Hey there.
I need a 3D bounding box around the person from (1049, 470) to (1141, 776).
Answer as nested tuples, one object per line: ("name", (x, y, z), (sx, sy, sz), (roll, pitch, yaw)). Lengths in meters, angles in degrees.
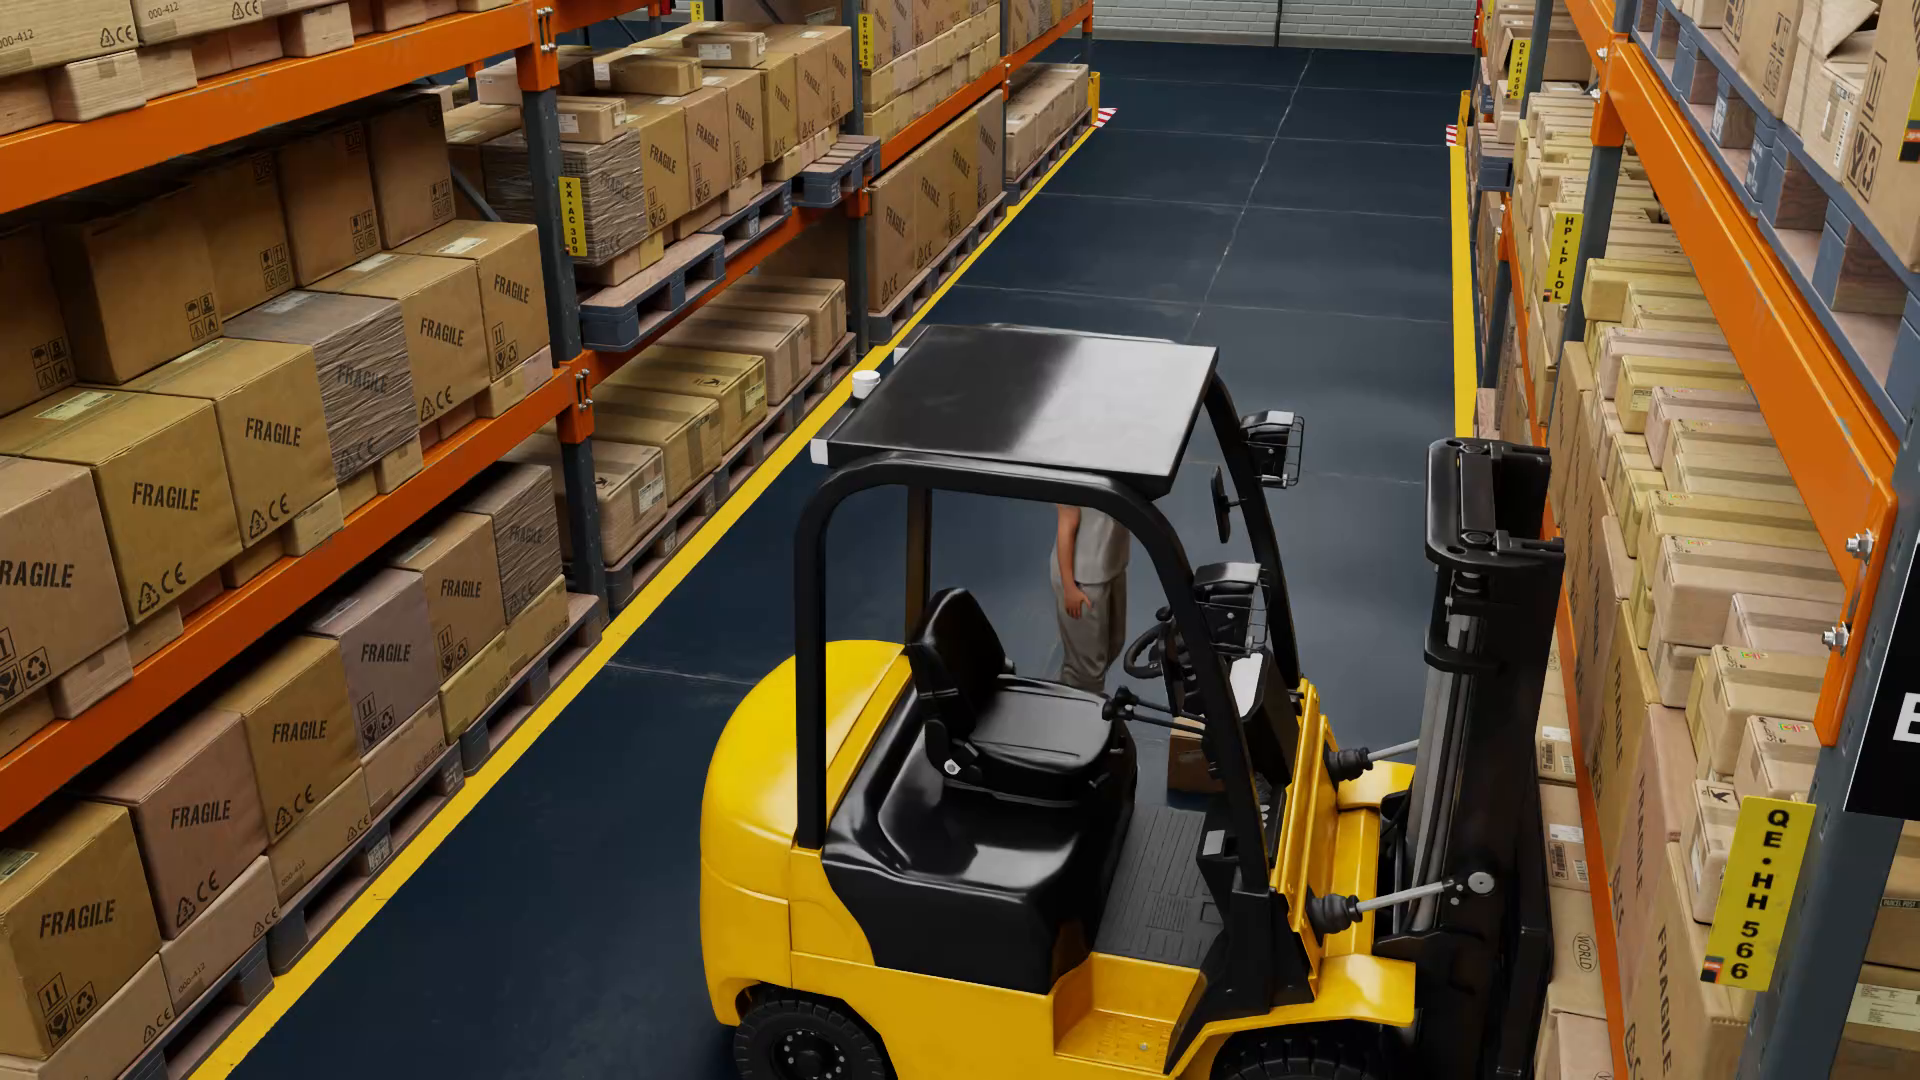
("person", (0.498, 0.121, 6.346), (0.548, 1.680, 0.452), (13, 28, 25))
